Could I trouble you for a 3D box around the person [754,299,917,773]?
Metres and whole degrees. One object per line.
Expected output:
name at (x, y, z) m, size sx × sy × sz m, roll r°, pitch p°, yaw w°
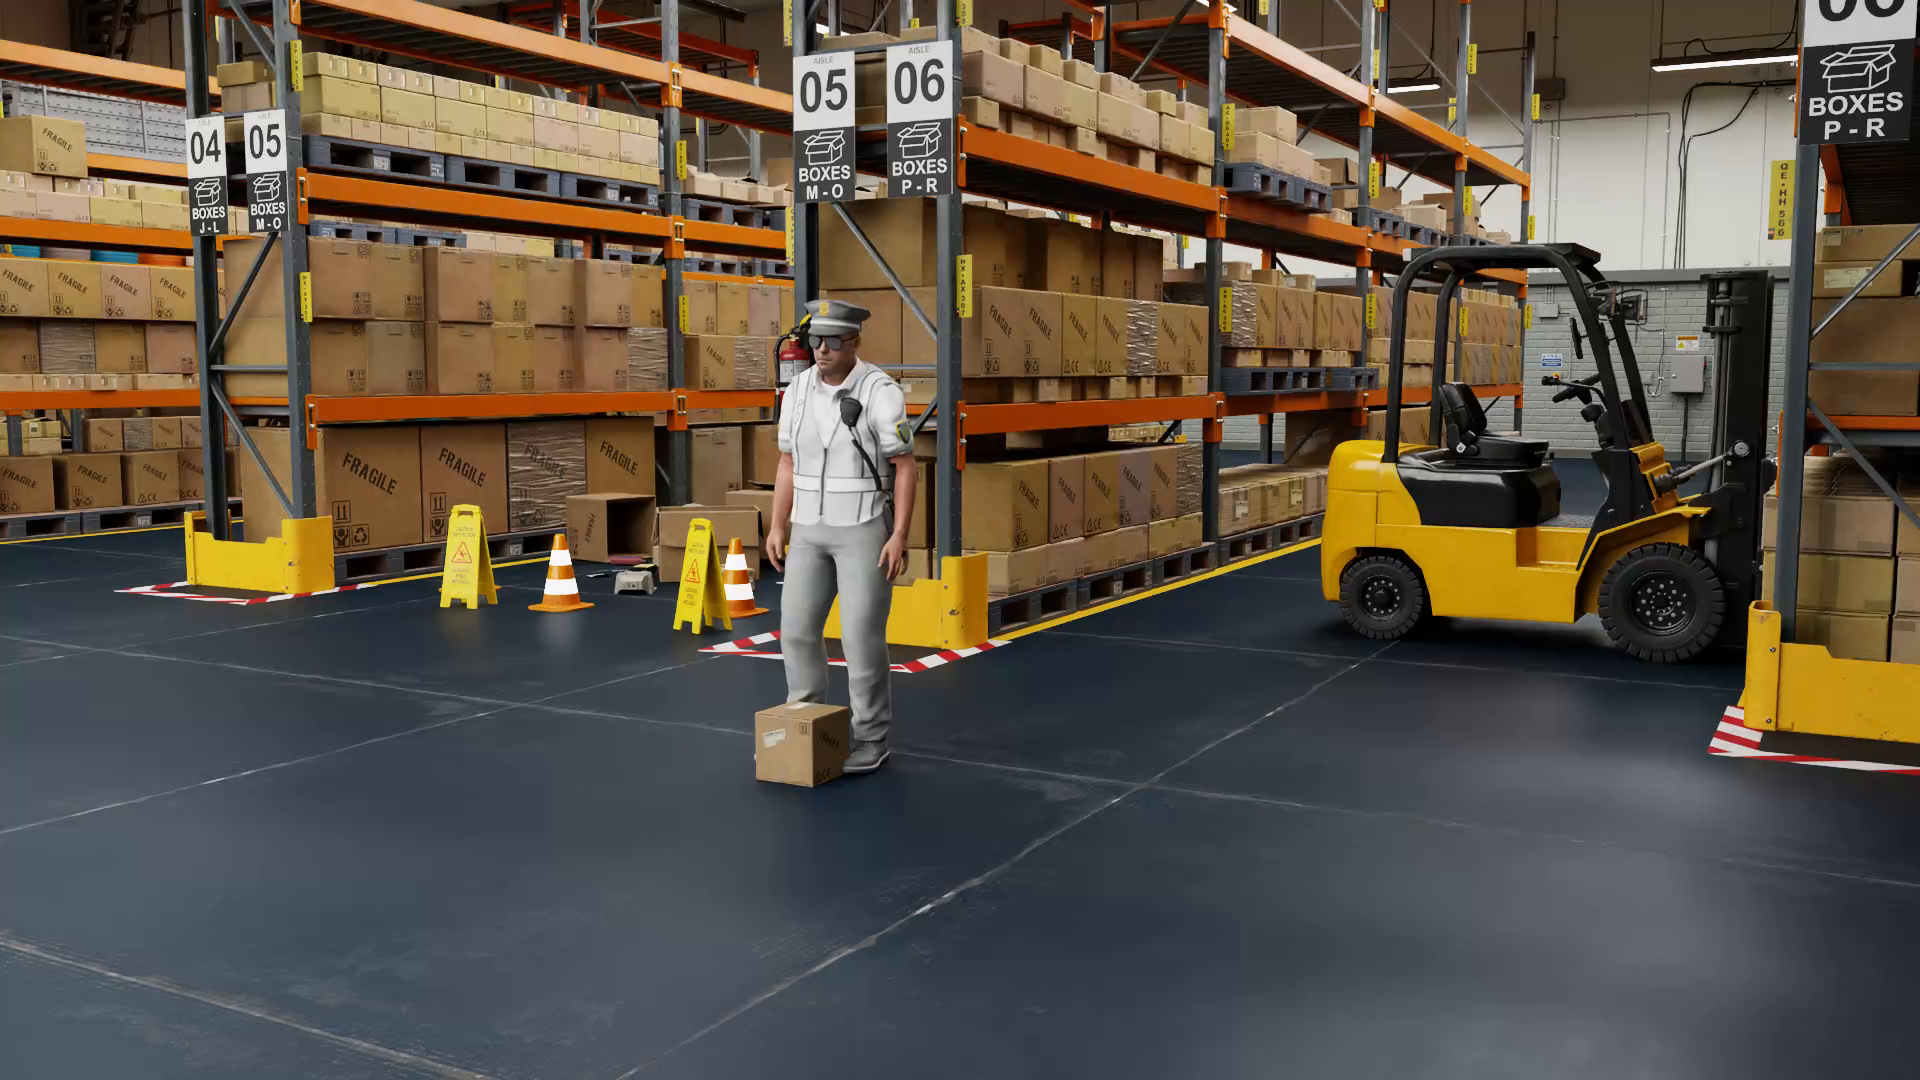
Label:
person at (-0.448, -0.023, 6.300) m, size 0.606 × 1.750 × 0.431 m, roll 3°, pitch 7°, yaw 25°
